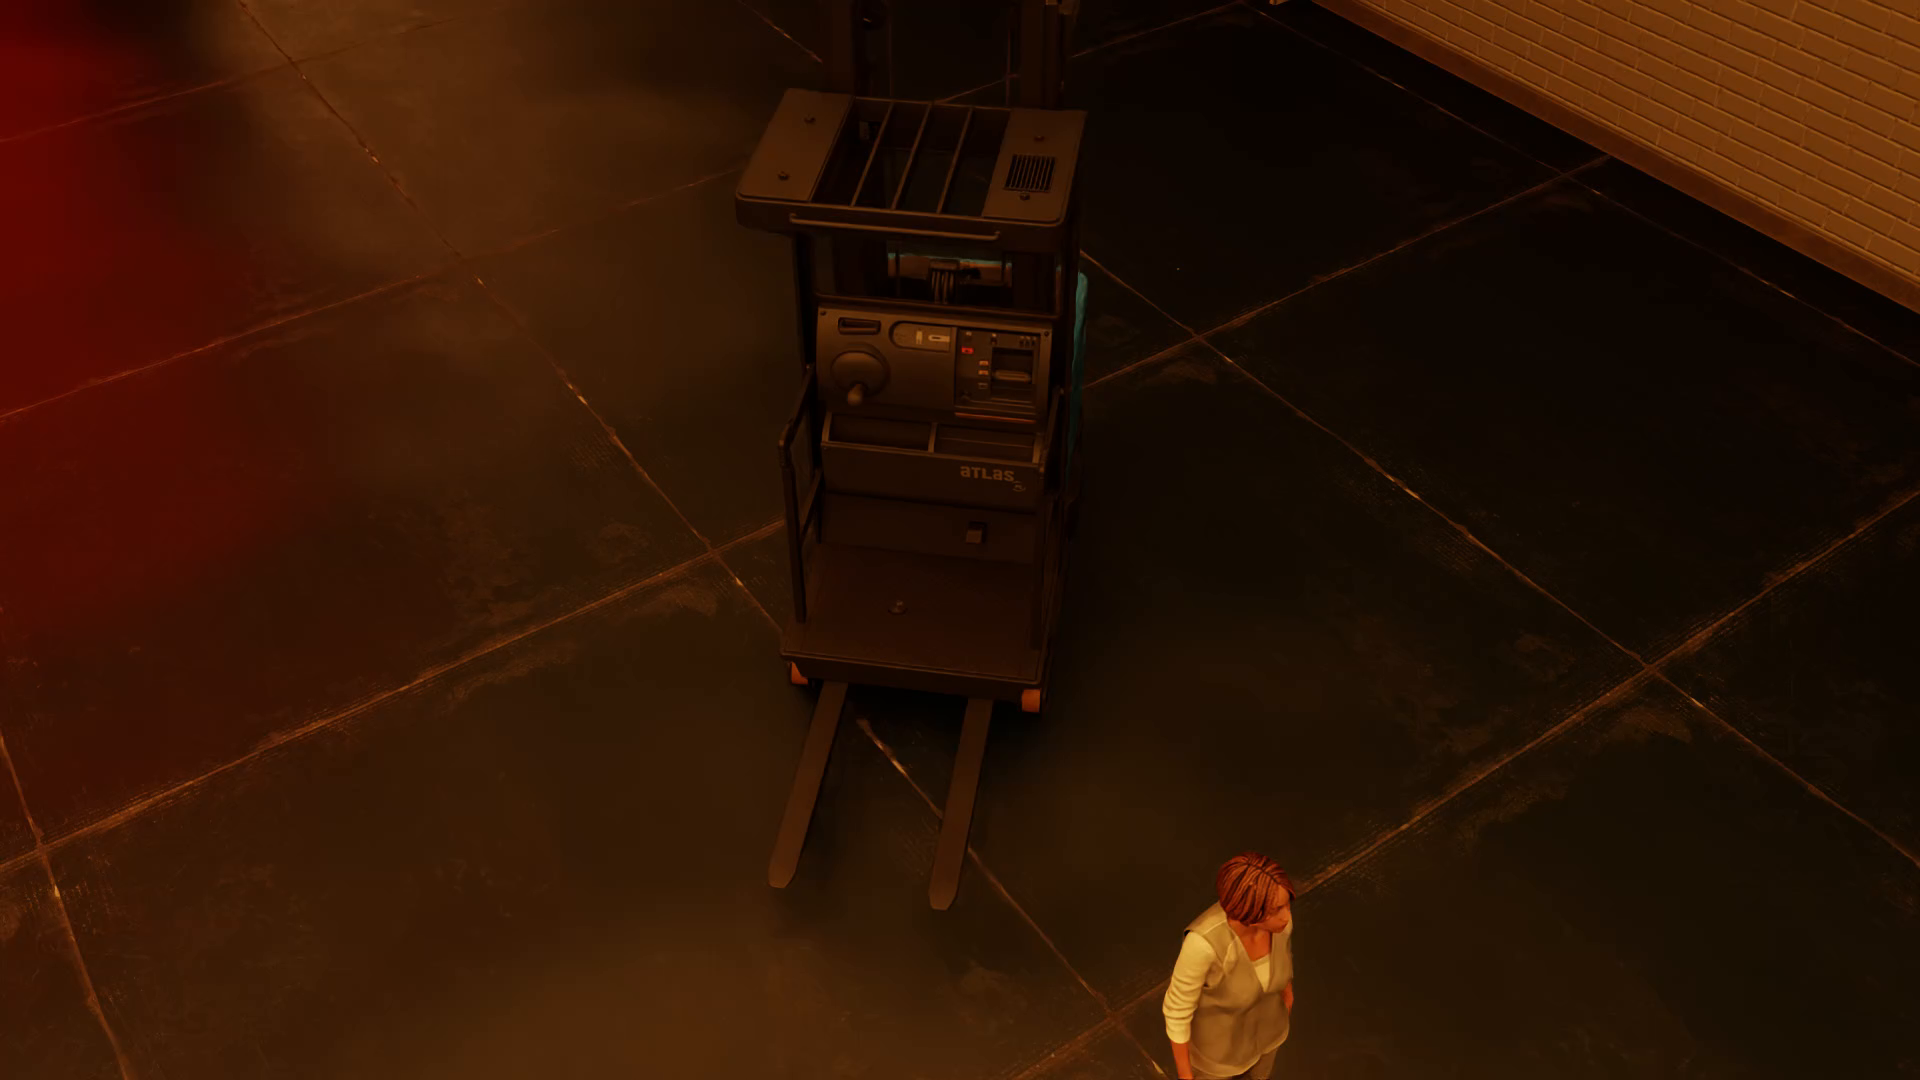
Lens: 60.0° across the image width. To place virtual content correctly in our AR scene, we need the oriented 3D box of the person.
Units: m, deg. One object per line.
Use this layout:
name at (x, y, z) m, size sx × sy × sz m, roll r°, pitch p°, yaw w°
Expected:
person at (0.855, 1.544, 5.028) m, size 0.498 × 1.611 × 0.428 m, roll -27°, pitch 49°, yaw -26°

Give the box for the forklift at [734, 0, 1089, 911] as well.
forklift at (-0.136, -0.608, 6.375) m, size 1.130 × 2.935 × 3.031 m, roll 6°, pitch 43°, yaw 7°
